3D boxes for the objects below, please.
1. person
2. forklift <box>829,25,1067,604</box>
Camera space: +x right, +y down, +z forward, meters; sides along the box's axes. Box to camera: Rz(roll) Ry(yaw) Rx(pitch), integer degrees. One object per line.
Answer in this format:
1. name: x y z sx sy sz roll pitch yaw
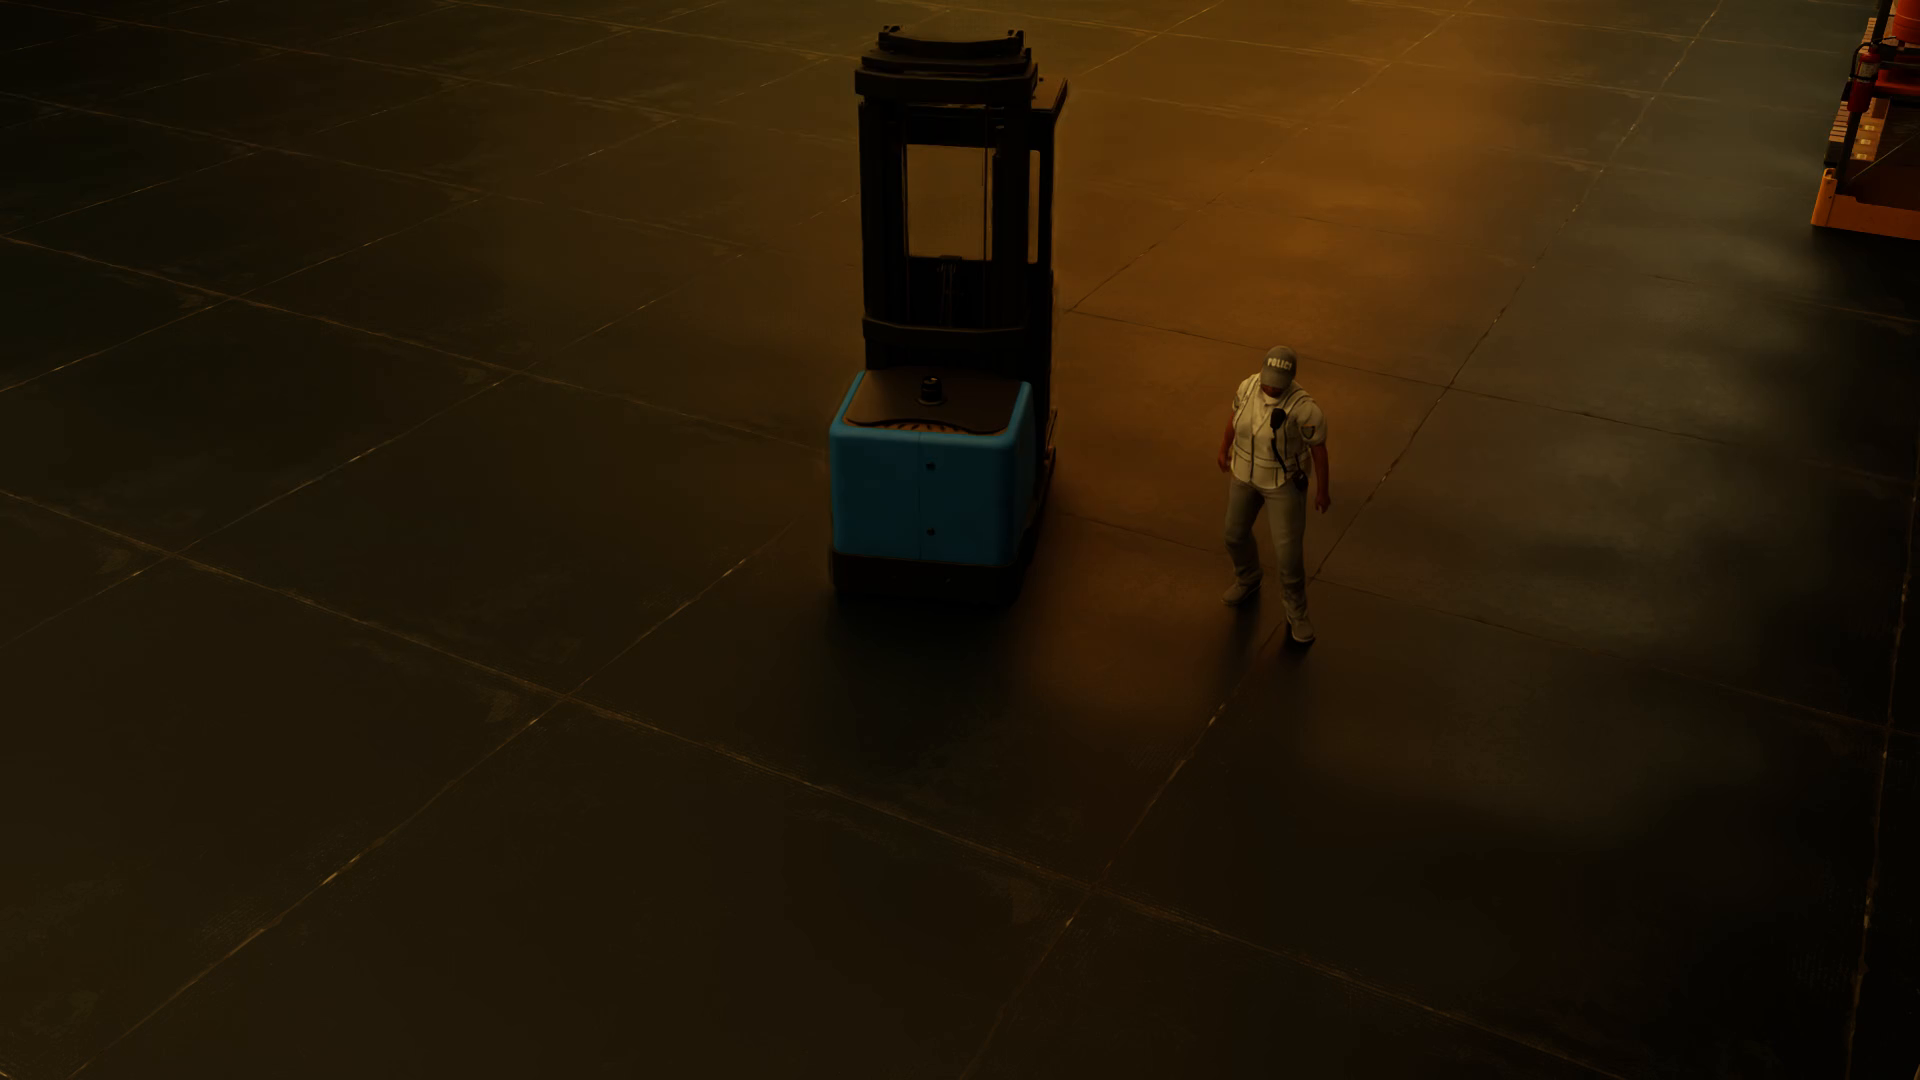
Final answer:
1. person: 1.666 -0.302 8.916 0.816 1.637 0.467 25 38 36
2. forklift: 0.018 -1.631 9.897 1.130 2.935 3.031 5 30 8
